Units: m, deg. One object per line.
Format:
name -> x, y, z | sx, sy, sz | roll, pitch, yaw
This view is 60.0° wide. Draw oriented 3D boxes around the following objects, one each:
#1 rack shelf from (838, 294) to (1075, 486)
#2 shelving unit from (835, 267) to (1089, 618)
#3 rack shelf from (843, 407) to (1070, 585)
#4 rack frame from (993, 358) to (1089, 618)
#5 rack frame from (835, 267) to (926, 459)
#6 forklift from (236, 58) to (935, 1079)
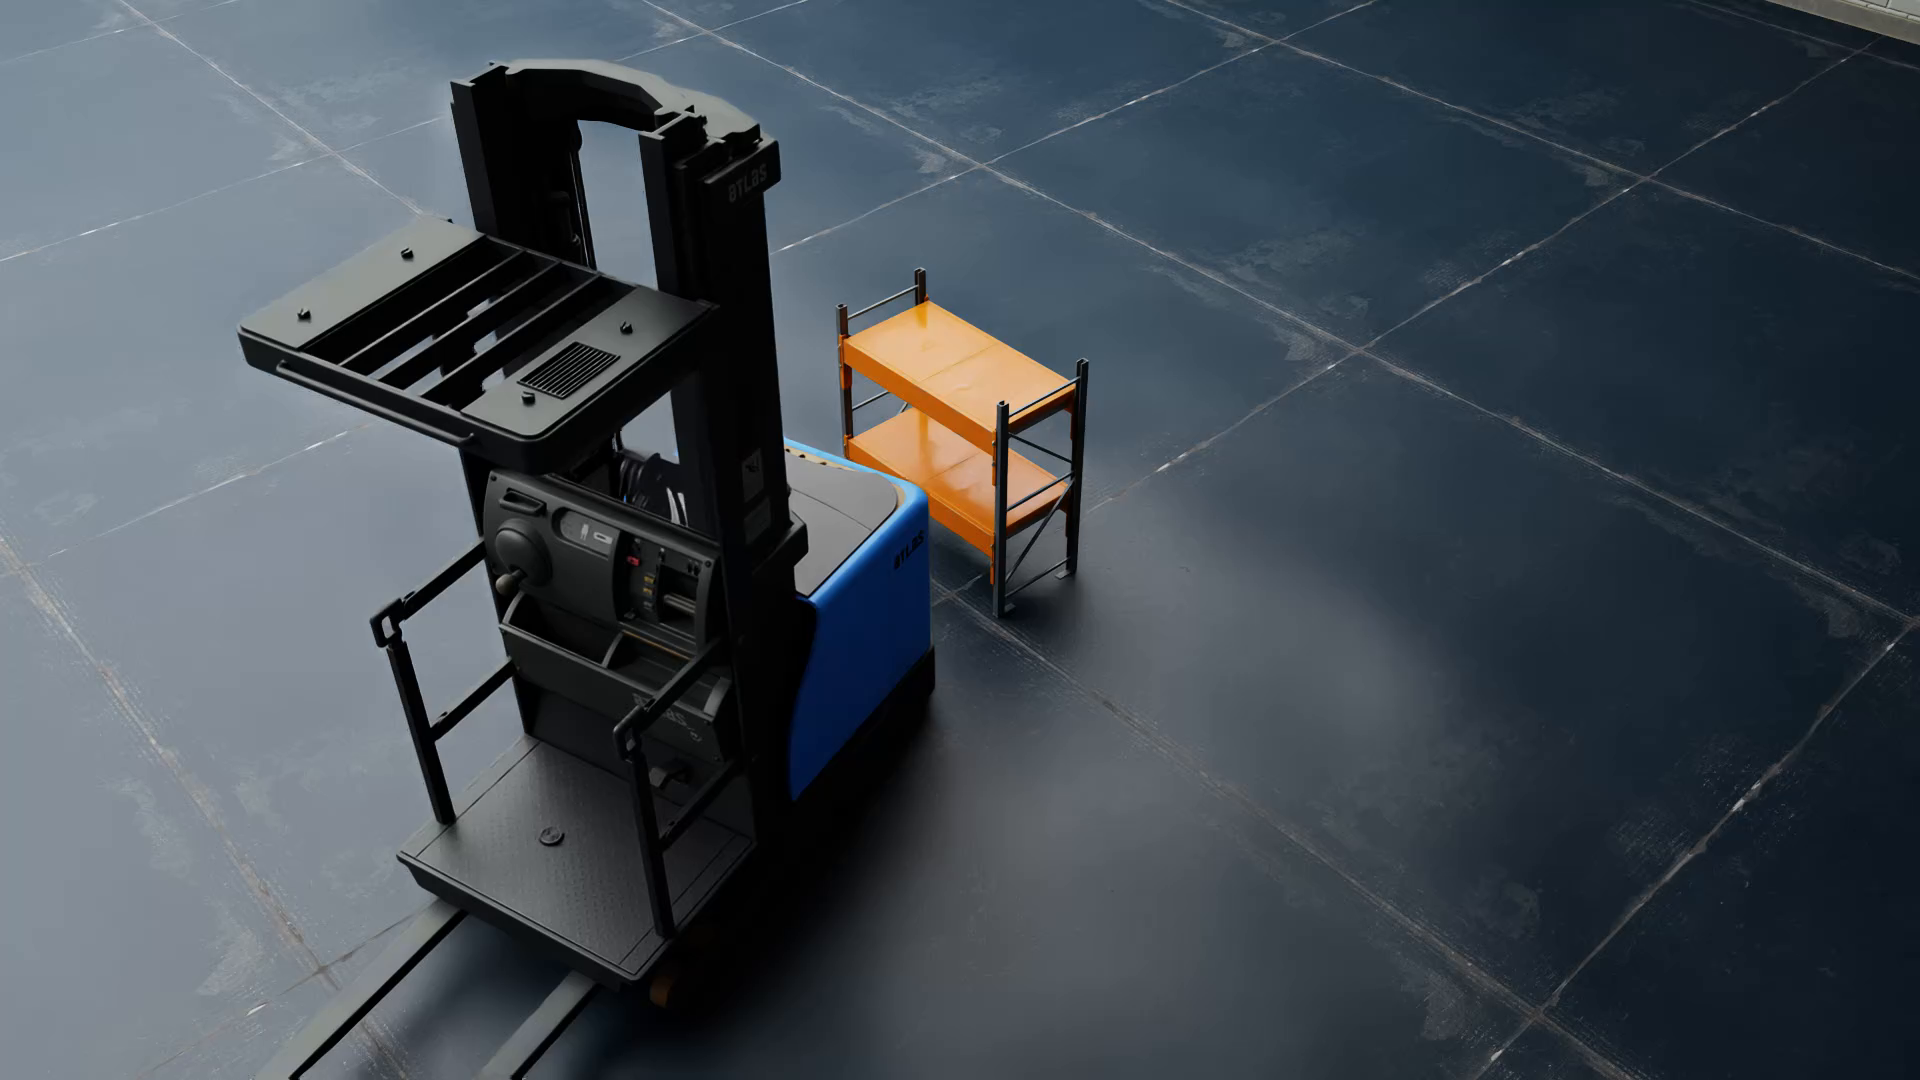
rack shelf -> -0.005, -0.668, 7.217 | 0.538, 0.278, 1.000 | -30, 48, -32
shelving unit -> -0.005, -0.441, 7.400 | 0.538, 1.125, 1.048 | -30, 48, -32
rack shelf -> -0.005, -0.251, 7.554 | 0.538, 0.278, 1.000 | -30, 48, -32
rack frame -> 0.339, -0.205, 7.109 | 0.500, 1.125, 0.032 | -30, 48, -32
rack frame -> -0.348, -0.676, 7.692 | 0.500, 1.125, 0.032 | -30, 48, -32
forklift -> -1.280, 0.146, 5.237 | 1.130, 2.935, 3.031 | 20, 43, 23
